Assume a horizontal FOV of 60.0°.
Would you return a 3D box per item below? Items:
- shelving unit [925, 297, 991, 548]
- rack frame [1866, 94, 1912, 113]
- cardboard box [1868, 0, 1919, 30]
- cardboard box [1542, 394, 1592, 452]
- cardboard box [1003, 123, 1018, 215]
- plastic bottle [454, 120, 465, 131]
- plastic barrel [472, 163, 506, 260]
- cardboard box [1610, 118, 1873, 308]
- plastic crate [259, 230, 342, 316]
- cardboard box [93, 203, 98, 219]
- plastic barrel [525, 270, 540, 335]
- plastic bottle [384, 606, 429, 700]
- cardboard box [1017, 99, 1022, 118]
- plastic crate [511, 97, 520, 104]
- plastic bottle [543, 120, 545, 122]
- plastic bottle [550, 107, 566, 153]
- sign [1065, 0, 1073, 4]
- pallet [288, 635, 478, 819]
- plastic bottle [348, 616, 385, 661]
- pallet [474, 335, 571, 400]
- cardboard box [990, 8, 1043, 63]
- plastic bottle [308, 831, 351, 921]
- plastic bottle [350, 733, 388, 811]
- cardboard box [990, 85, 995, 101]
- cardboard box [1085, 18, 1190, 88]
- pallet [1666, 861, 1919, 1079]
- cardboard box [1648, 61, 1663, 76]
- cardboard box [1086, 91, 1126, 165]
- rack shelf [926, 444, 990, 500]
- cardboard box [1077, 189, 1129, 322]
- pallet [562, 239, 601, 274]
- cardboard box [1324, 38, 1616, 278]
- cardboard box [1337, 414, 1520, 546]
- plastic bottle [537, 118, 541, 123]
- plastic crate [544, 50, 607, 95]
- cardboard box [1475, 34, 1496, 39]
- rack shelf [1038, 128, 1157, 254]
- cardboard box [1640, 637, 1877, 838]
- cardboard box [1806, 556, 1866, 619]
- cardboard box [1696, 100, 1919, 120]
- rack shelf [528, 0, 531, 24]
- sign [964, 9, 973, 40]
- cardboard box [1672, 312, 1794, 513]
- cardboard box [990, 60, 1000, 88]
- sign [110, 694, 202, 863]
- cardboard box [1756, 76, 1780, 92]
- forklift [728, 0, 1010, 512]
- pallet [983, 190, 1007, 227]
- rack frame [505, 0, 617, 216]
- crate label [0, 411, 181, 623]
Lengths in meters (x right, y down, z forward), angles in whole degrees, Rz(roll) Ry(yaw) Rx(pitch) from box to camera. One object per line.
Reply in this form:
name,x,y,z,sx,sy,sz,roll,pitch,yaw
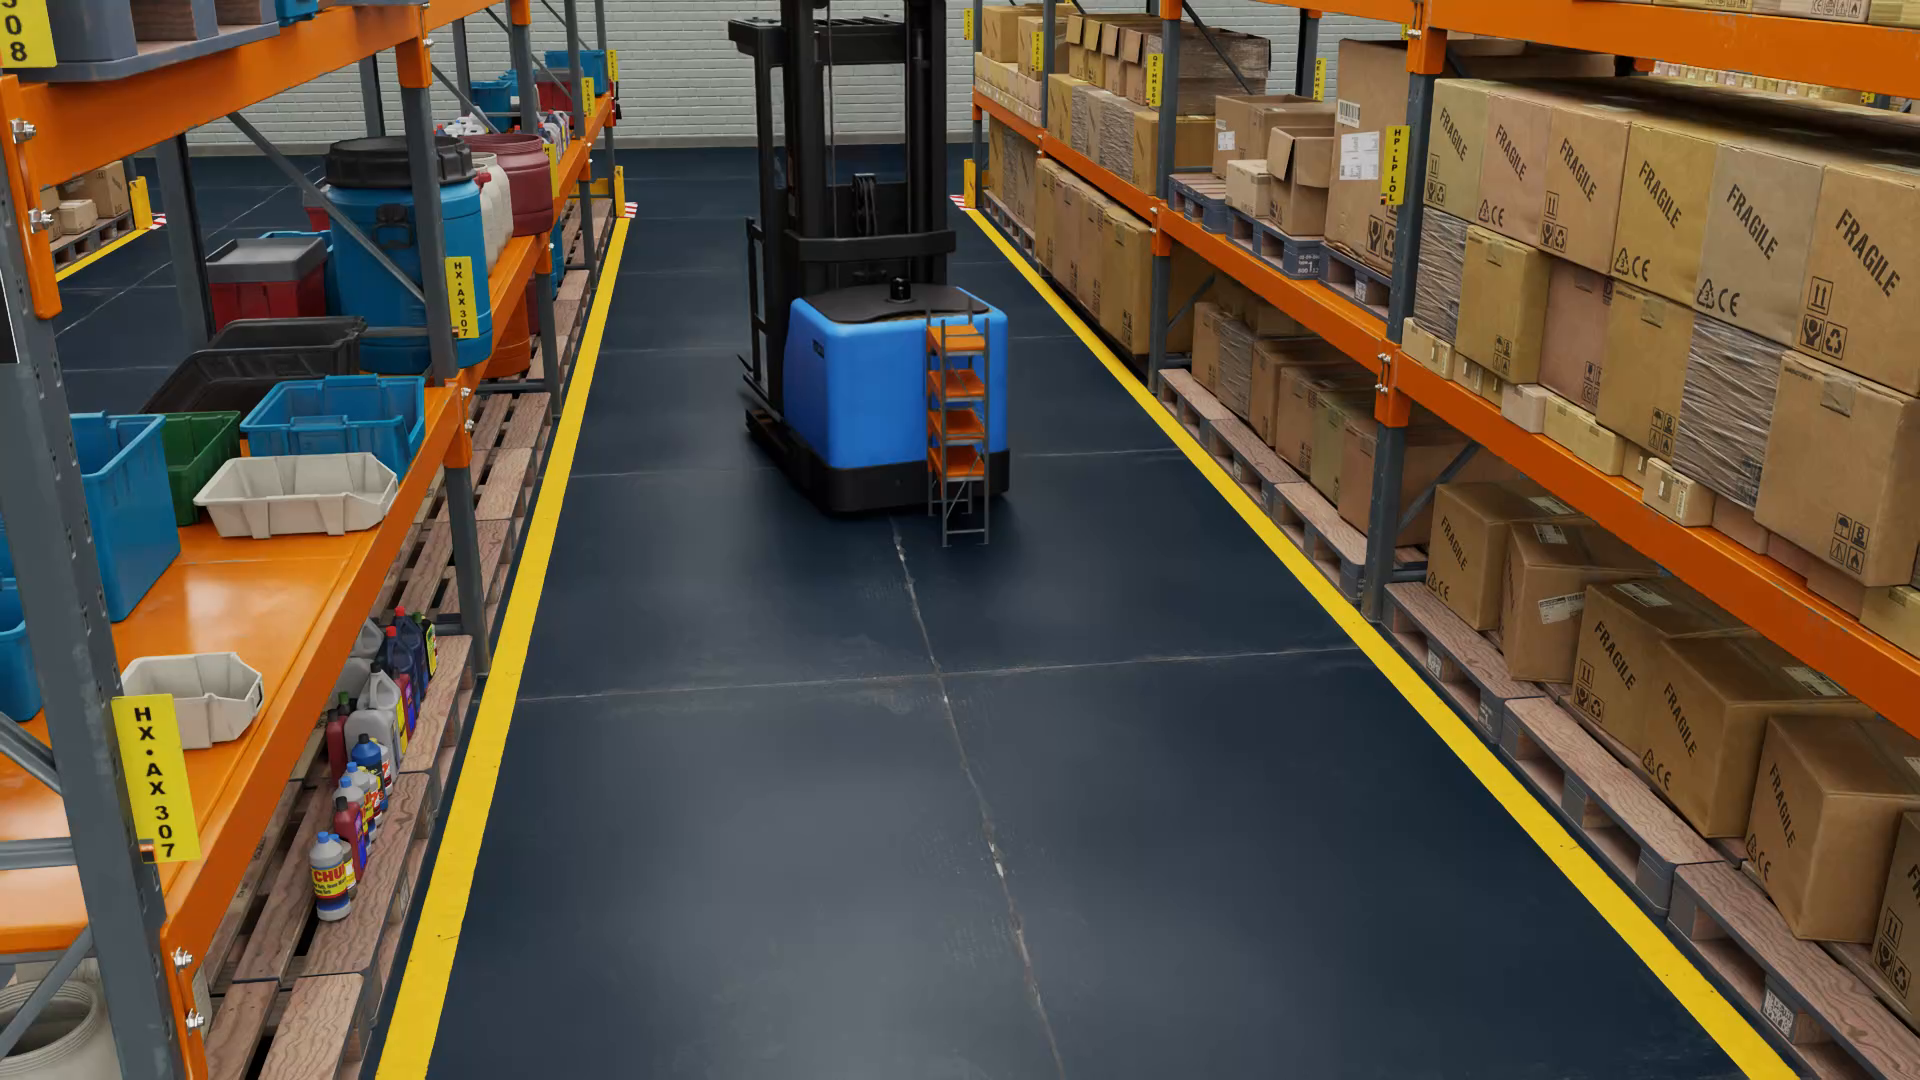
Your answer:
shelving unit,-0.014,-0.614,8.643,0.258,1.200,0.503,-4,21,-9
rack frame,6.721,-2.659,11.549,1.000,3.000,0.127,-3,21,-8
cardboard box,2.556,-1.336,3.933,0.500,0.250,0.500,-3,21,-7
cardboard box,2.313,-0.420,5.913,0.380,0.149,0.250,-3,21,-8
cardboard box,0.948,-3.883,17.261,0.875,0.875,0.875,-3,21,-8
plastic bottle,-3.947,-3.171,13.103,0.097,0.271,0.097,0,20,0
plastic barrel,-2.682,-1.755,8.969,0.421,0.512,0.421,0,20,0
cardboard box,2.417,-1.026,5.180,0.500,0.500,0.500,-3,21,-8
plastic crate,-2.993,-1.168,7.579,0.392,0.384,0.575,-3,21,-8
cardboard box,-8.867,-3.274,16.615,0.380,0.166,0.250,-3,21,-8
plastic barrel,-3.353,-1.821,12.150,0.600,0.588,0.708,-3,21,-8
plastic bottle,-2.148,0.434,6.424,0.144,0.351,0.185,-3,21,-9
cardboard box,0.742,-4.067,15.678,0.380,0.149,0.250,-3,21,-7
plastic crate,-4.228,-4.071,15.621,0.293,0.136,0.466,-3,21,-8
plastic bottle,-3.423,-3.353,13.691,0.097,0.201,0.097,0,20,0
plastic bottle,-3.223,-3.254,13.212,0.144,0.351,0.185,-3,21,-8
sign,1.184,-5.890,18.205,0.100,0.325,0.005,-3,21,-8
pallet,-2.471,0.732,6.455,1.003,0.211,1.213,-3,21,-8
plastic bottle,-2.291,0.441,6.405,0.144,0.351,0.185,-3,21,-8
pallet,-3.258,-1.159,11.517,1.003,0.211,1.213,-3,21,-8
cardboard box,0.600,-5.102,16.807,0.500,0.500,0.500,-3,21,-9
plastic bottle,-1.903,1.004,5.011,0.097,0.271,0.097,0,20,0
plastic bottle,-1.996,0.781,5.609,0.097,0.271,0.097,0,20,0
cardboard box,0.520,-4.601,17.107,0.380,0.149,0.250,-3,21,-9
cardboard box,1.410,-3.887,13.259,0.797,0.503,0.637,-3,21,-7
pallet,2.859,1.323,4.873,1.003,0.211,1.213,-3,21,-8
cardboard box,5.898,-3.882,13.731,0.380,0.149,0.250,-3,21,-8
cardboard box,1.265,-3.178,12.795,0.500,0.500,0.500,-3,21,-7
rack shelf,-0.013,-0.365,8.737,0.258,0.148,0.480,-4,21,-9
cardboard box,1.599,-2.194,12.741,1.225,0.875,0.875,-3,21,-8
pallet,-3.824,-2.525,15.176,1.003,0.211,1.213,-3,21,-8
cardboard box,2.399,-1.819,7.841,1.000,1.000,1.000,-3,21,-7
cardboard box,2.308,-0.308,8.197,0.700,0.500,0.500,-5,21,-12
plastic bottle,-3.339,-3.183,13.022,0.144,0.351,0.185,-3,21,-8
plastic crate,-4.023,-4.902,17.418,0.616,0.435,0.499,-3,21,-8
cardboard box,5.599,-4.915,17.021,0.500,0.500,0.500,-3,21,-9
rack shelf,1.510,-2.799,12.952,1.077,0.370,4.000,-3,21,-8
cardboard box,2.687,0.660,5.634,0.500,0.500,0.500,-1,21,-3
cardboard box,2.563,0.097,4.527,0.380,0.149,0.250,-3,21,-8
cardboard box,2.857,-1.225,5.713,0.500,0.500,0.500,-3,21,-8
rack shelf,-3.391,-3.955,11.759,1.077,0.370,4.000,-3,21,-8
sign,0.095,-5.631,18.154,0.100,0.325,0.005,-3,21,-8
cardboard box,2.679,-0.394,4.917,0.875,0.500,0.500,-3,21,-8
cardboard box,0.598,-4.749,16.934,0.500,0.250,0.500,-4,21,-10
sign,-1.405,0.420,2.909,0.100,0.325,0.005,-3,21,-8
cardboard box,6.125,-3.341,12.283,0.380,0.149,0.250,-2,21,-6
forklift,-0.706,-2.006,9.899,1.130,2.935,3.031,-7,22,-19
pallet,0.838,-3.635,18.146,1.003,0.211,1.213,-3,21,-8
rack frame,-4.256,-4.964,17.720,1.000,3.000,0.127,-3,21,-8
crate label,-2.483,-0.064,4.551,0.502,0.435,0.616,-3,21,-8
